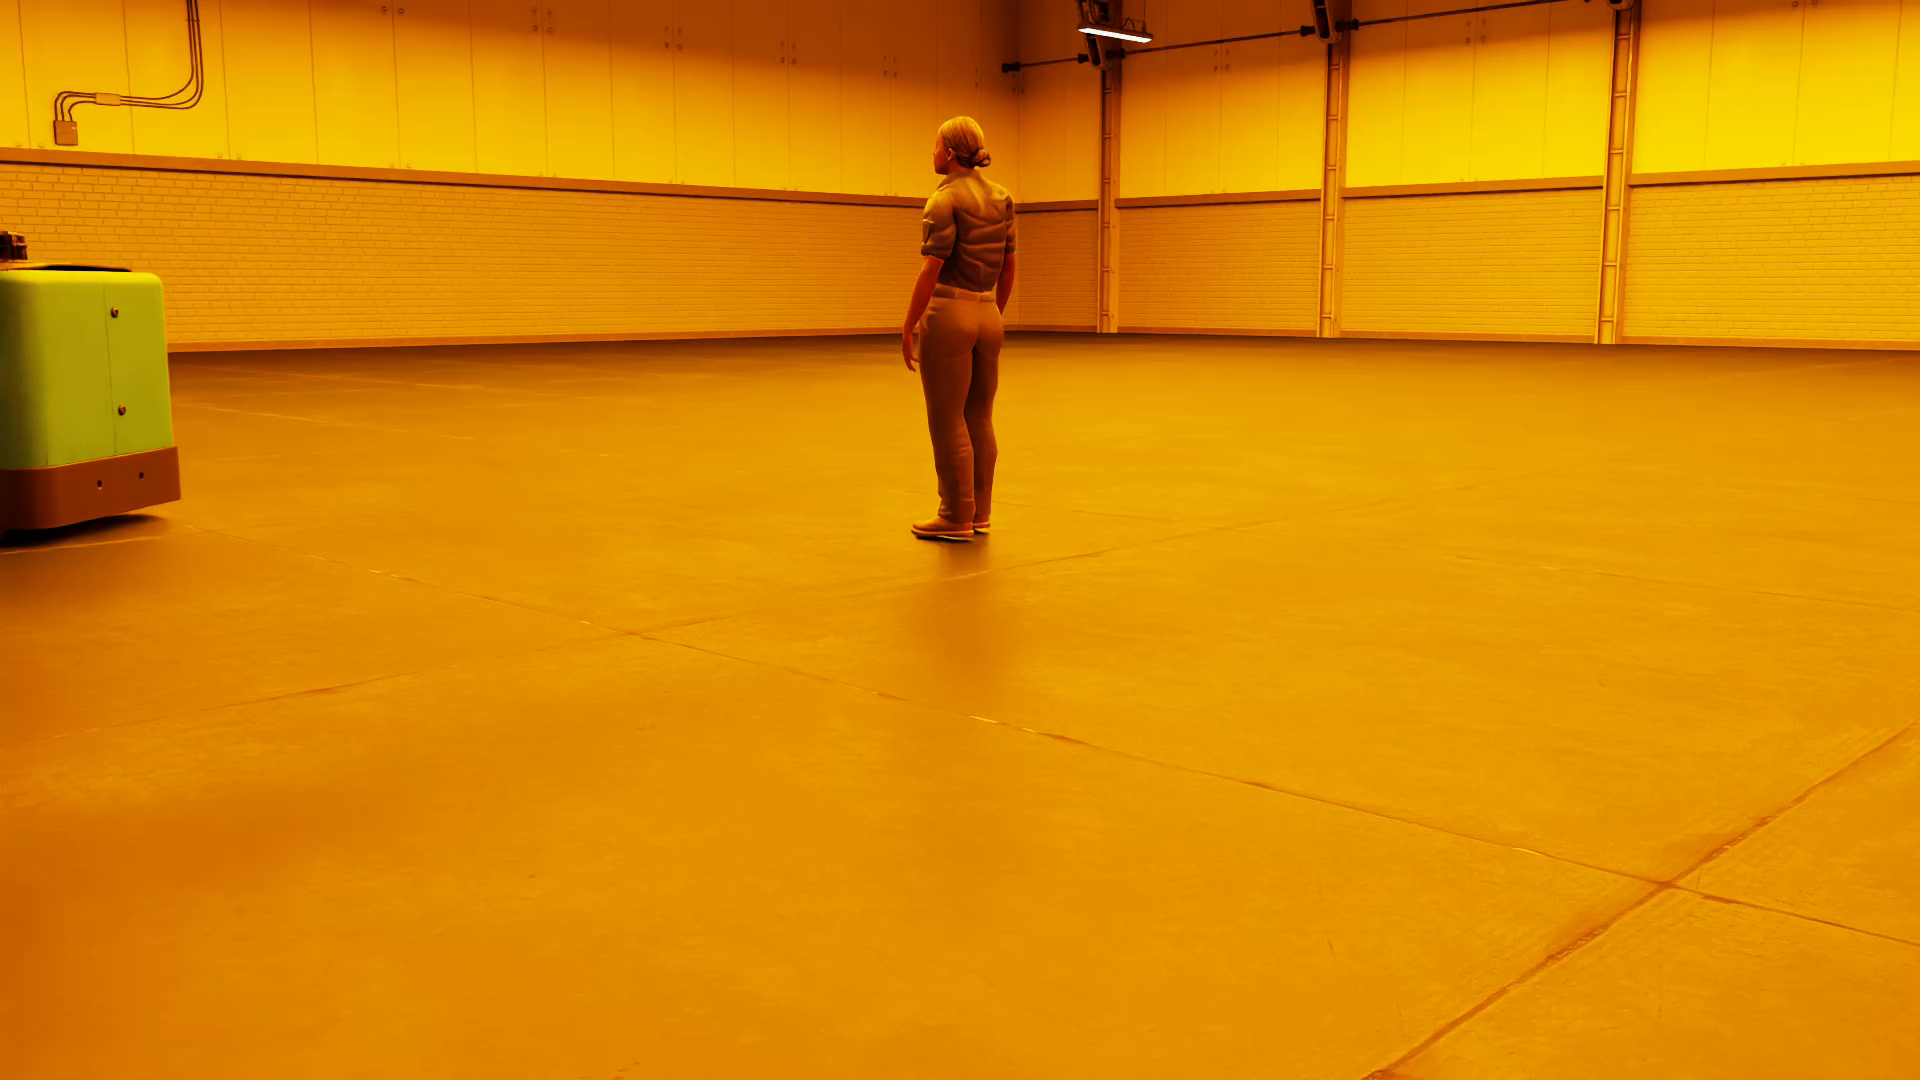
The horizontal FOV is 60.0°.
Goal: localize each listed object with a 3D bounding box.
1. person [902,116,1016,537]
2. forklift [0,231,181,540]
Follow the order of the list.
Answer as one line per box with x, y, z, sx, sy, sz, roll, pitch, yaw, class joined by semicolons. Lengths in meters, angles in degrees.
-0.049;-0.836;6.668;0.504;1.654;0.569;8;12;43;person
-5.030;-1.513;6.920;3.031;2.935;1.130;1;9;5;forklift
